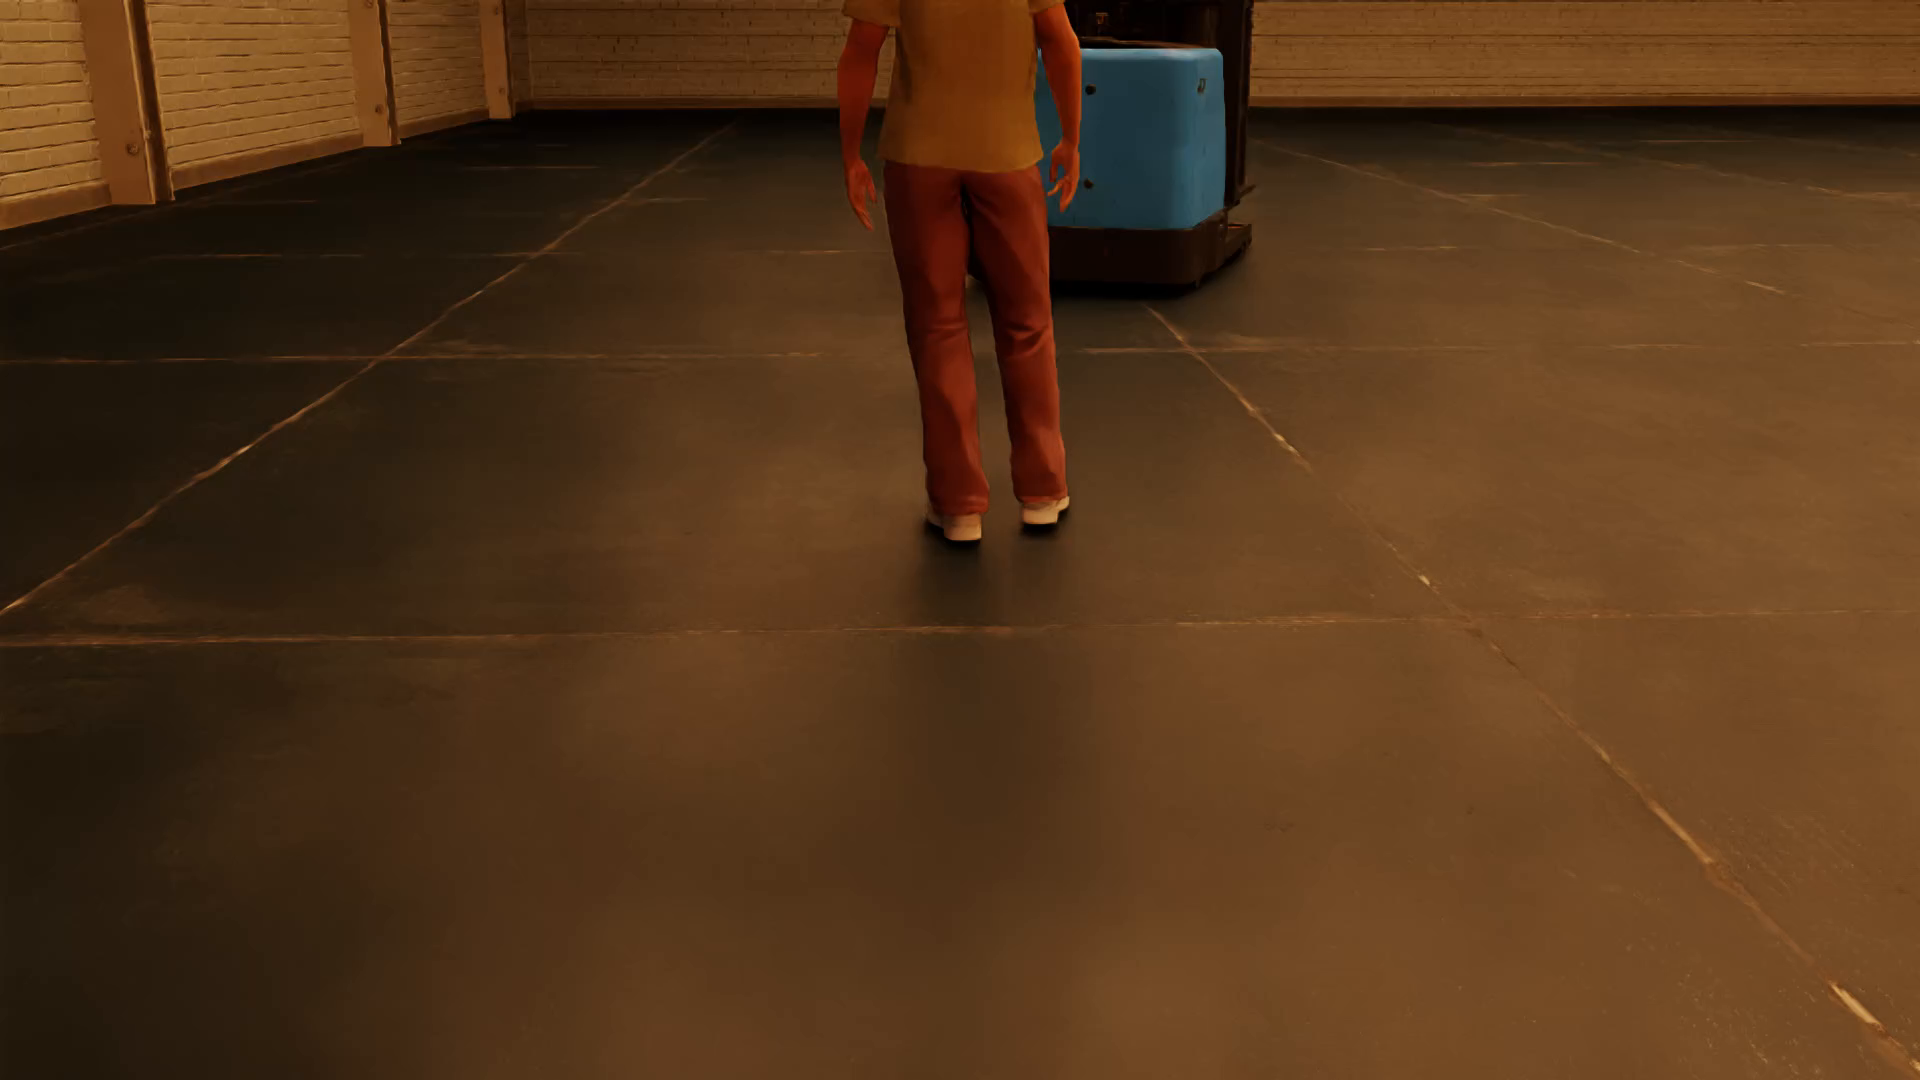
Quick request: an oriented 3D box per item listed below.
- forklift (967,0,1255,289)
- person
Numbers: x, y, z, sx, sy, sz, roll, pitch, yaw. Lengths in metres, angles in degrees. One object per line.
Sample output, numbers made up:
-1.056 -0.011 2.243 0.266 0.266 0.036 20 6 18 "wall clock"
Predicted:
0.952 -2.924 8.465 1.130 2.935 3.031 5 18 16 "forklift"
0.007 -0.830 3.742 0.554 1.674 0.548 -1 17 -3 "person"
